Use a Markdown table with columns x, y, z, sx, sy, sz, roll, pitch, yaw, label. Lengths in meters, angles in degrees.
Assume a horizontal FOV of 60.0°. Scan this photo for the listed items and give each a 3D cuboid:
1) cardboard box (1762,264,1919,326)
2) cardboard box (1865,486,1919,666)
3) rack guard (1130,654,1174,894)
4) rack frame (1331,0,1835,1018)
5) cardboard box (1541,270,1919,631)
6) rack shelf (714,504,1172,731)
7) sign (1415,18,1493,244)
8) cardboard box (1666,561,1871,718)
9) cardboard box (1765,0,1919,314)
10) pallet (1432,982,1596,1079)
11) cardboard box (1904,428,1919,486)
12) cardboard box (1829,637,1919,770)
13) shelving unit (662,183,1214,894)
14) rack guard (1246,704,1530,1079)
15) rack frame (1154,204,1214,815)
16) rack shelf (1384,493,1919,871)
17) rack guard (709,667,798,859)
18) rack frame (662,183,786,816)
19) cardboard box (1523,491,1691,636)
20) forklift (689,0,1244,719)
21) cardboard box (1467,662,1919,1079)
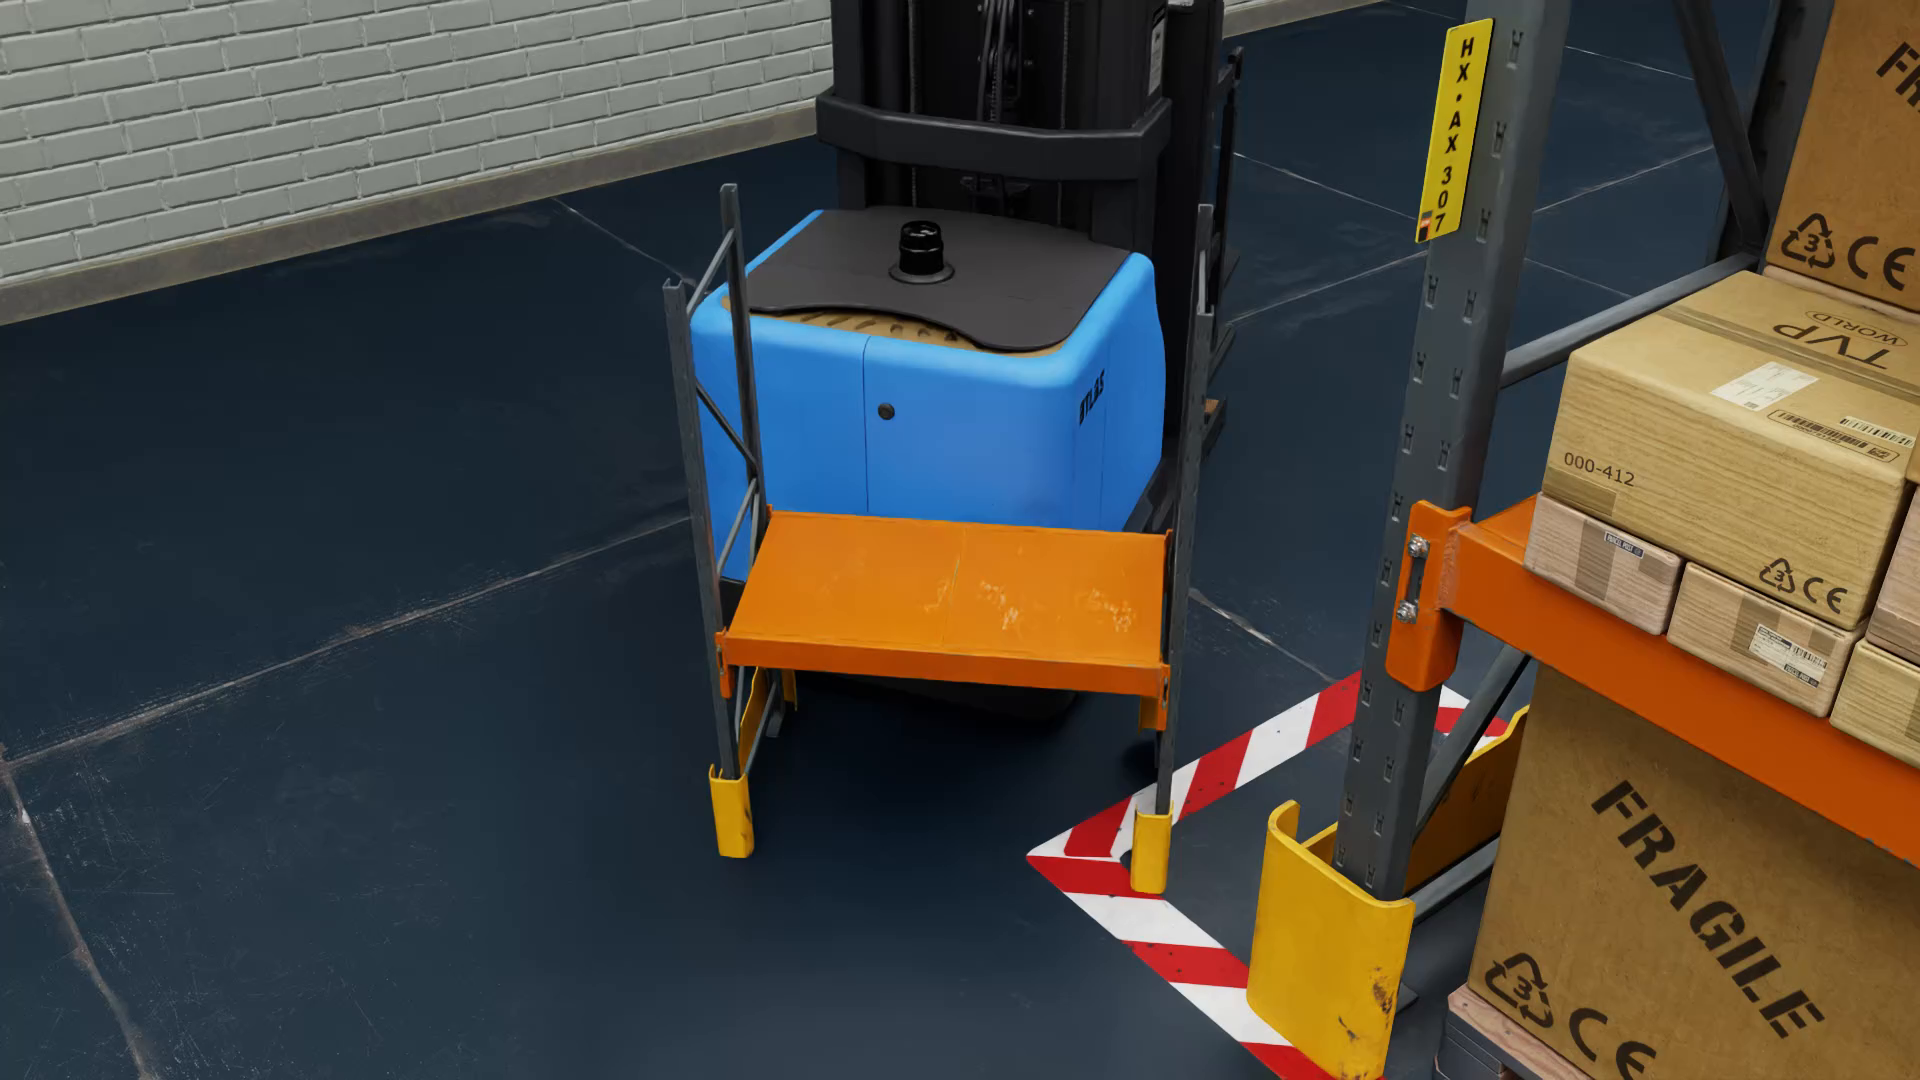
| x | y | z | sx | sy | sz | roll | pitch | yaw | label |
| --- | --- | --- | --- | --- | --- | --- | --- | --- | --- |
| 1.688 | -0.332 | 2.801 | 0.500 | 0.250 | 0.500 | -23 | 39 | -32 | cardboard box |
| 1.586 | 0.054 | 2.180 | 0.500 | 0.250 | 0.500 | -23 | 38 | -32 | cardboard box |
| 0.476 | 0.561 | 4.075 | 0.087 | 0.250 | 0.587 | 4 | 36 | 6 | rack guard |
| 1.181 | -0.385 | 3.027 | 1.000 | 3.000 | 0.127 | -22 | 38 | -31 | rack frame |
| 1.262 | -0.160 | 2.525 | 0.500 | 0.250 | 0.500 | -23 | 39 | -33 | cardboard box |
| -0.013 | 0.166 | 3.869 | 1.000 | 0.185 | 0.538 | 4 | 36 | 6 | rack shelf |
| 0.739 | -0.609 | 2.493 | 0.100 | 0.325 | 0.005 | -22 | 38 | -31 | sign |
| 1.297 | 0.083 | 2.512 | 0.380 | 0.149 | 0.250 | -23 | 38 | -32 | cardboard box |
| 1.688 | -0.648 | 2.600 | 0.500 | 0.500 | 0.500 | -22 | 38 | -31 | cardboard box |
| 1.733 | 1.107 | 3.267 | 1.003 | 0.211 | 1.213 | -22 | 38 | -31 | pallet |
| 1.569 | -0.271 | 1.992 | 0.500 | 0.500 | 0.500 | -23 | 39 | -32 | cardboard box |
| 1.454 | 0.189 | 2.340 | 0.380 | 0.149 | 0.250 | -23 | 39 | -32 | cardboard box |
| -0.023 | 0.019 | 3.766 | 1.083 | 1.500 | 0.587 | 4 | 36 | 6 | shelving unit |
| 1.167 | 0.667 | 3.703 | 1.175 | 0.500 | 0.348 | -22 | 38 | -31 | rack guard |
| 0.490 | 0.052 | 3.711 | 0.032 | 1.500 | 0.500 | 4 | 36 | 6 | rack frame |
| 2.408 | 0.754 | 1.875 | 1.077 | 0.370 | 4.000 | -22 | 38 | -31 | rack shelf |
| -0.512 | 0.496 | 4.180 | 0.087 | 0.250 | 0.587 | 4 | 36 | 6 | rack guard |
| -0.519 | -0.013 | 3.818 | 0.032 | 1.500 | 0.500 | 4 | 36 | 6 | rack frame |
| 1.138 | -0.024 | 2.683 | 0.380 | 0.149 | 0.250 | -22 | 38 | -31 | cardboard box |
| 0.289 | -1.544 | 4.957 | 1.130 | 2.935 | 3.031 | 11 | 34 | 17 | forklift |
| 1.637 | 0.580 | 3.089 | 0.875 | 0.875 | 0.875 | -22 | 38 | -31 | cardboard box |
